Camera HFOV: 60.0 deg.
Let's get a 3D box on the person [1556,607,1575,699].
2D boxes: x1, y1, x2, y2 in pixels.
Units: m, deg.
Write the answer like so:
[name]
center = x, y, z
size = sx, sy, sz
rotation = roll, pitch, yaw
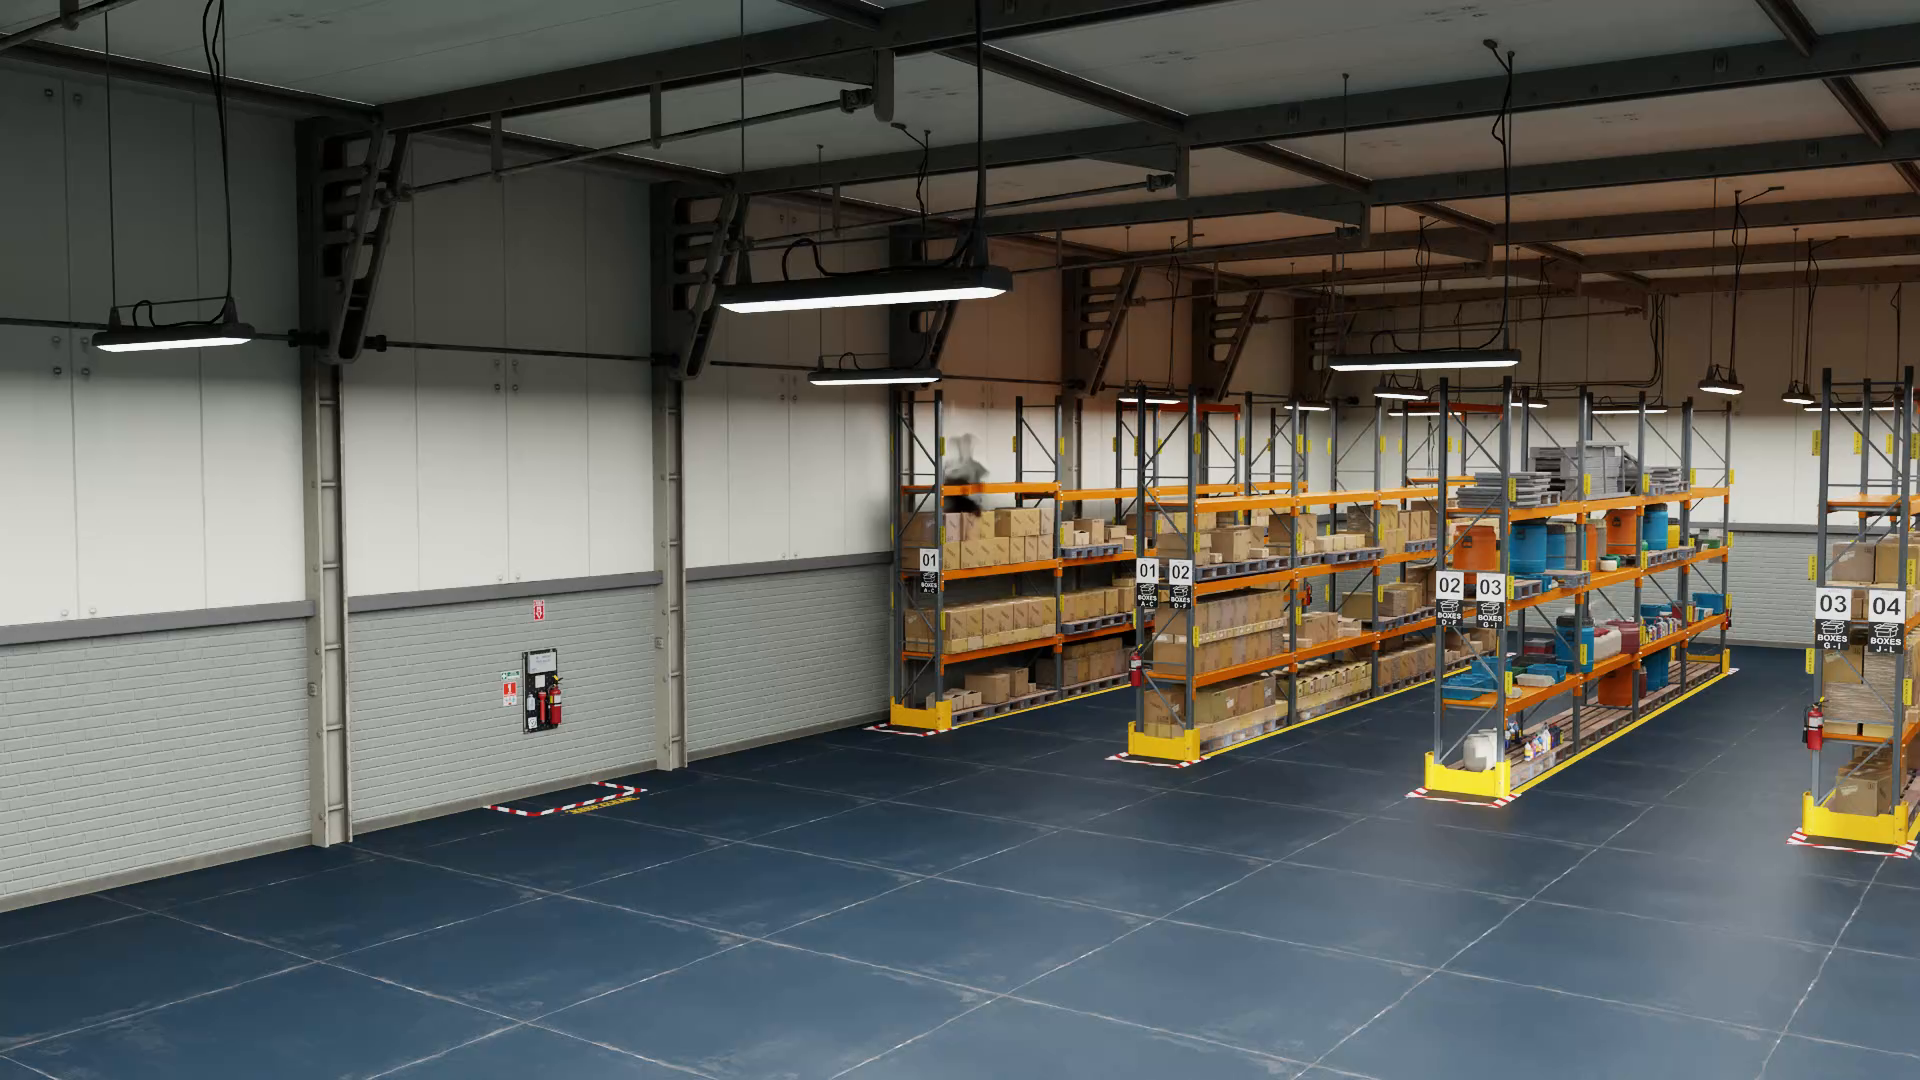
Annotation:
[person]
center = 12.125, 2.233, 33.122
size = 0.643, 1.796, 0.901
rotation = 2, 4, 32
